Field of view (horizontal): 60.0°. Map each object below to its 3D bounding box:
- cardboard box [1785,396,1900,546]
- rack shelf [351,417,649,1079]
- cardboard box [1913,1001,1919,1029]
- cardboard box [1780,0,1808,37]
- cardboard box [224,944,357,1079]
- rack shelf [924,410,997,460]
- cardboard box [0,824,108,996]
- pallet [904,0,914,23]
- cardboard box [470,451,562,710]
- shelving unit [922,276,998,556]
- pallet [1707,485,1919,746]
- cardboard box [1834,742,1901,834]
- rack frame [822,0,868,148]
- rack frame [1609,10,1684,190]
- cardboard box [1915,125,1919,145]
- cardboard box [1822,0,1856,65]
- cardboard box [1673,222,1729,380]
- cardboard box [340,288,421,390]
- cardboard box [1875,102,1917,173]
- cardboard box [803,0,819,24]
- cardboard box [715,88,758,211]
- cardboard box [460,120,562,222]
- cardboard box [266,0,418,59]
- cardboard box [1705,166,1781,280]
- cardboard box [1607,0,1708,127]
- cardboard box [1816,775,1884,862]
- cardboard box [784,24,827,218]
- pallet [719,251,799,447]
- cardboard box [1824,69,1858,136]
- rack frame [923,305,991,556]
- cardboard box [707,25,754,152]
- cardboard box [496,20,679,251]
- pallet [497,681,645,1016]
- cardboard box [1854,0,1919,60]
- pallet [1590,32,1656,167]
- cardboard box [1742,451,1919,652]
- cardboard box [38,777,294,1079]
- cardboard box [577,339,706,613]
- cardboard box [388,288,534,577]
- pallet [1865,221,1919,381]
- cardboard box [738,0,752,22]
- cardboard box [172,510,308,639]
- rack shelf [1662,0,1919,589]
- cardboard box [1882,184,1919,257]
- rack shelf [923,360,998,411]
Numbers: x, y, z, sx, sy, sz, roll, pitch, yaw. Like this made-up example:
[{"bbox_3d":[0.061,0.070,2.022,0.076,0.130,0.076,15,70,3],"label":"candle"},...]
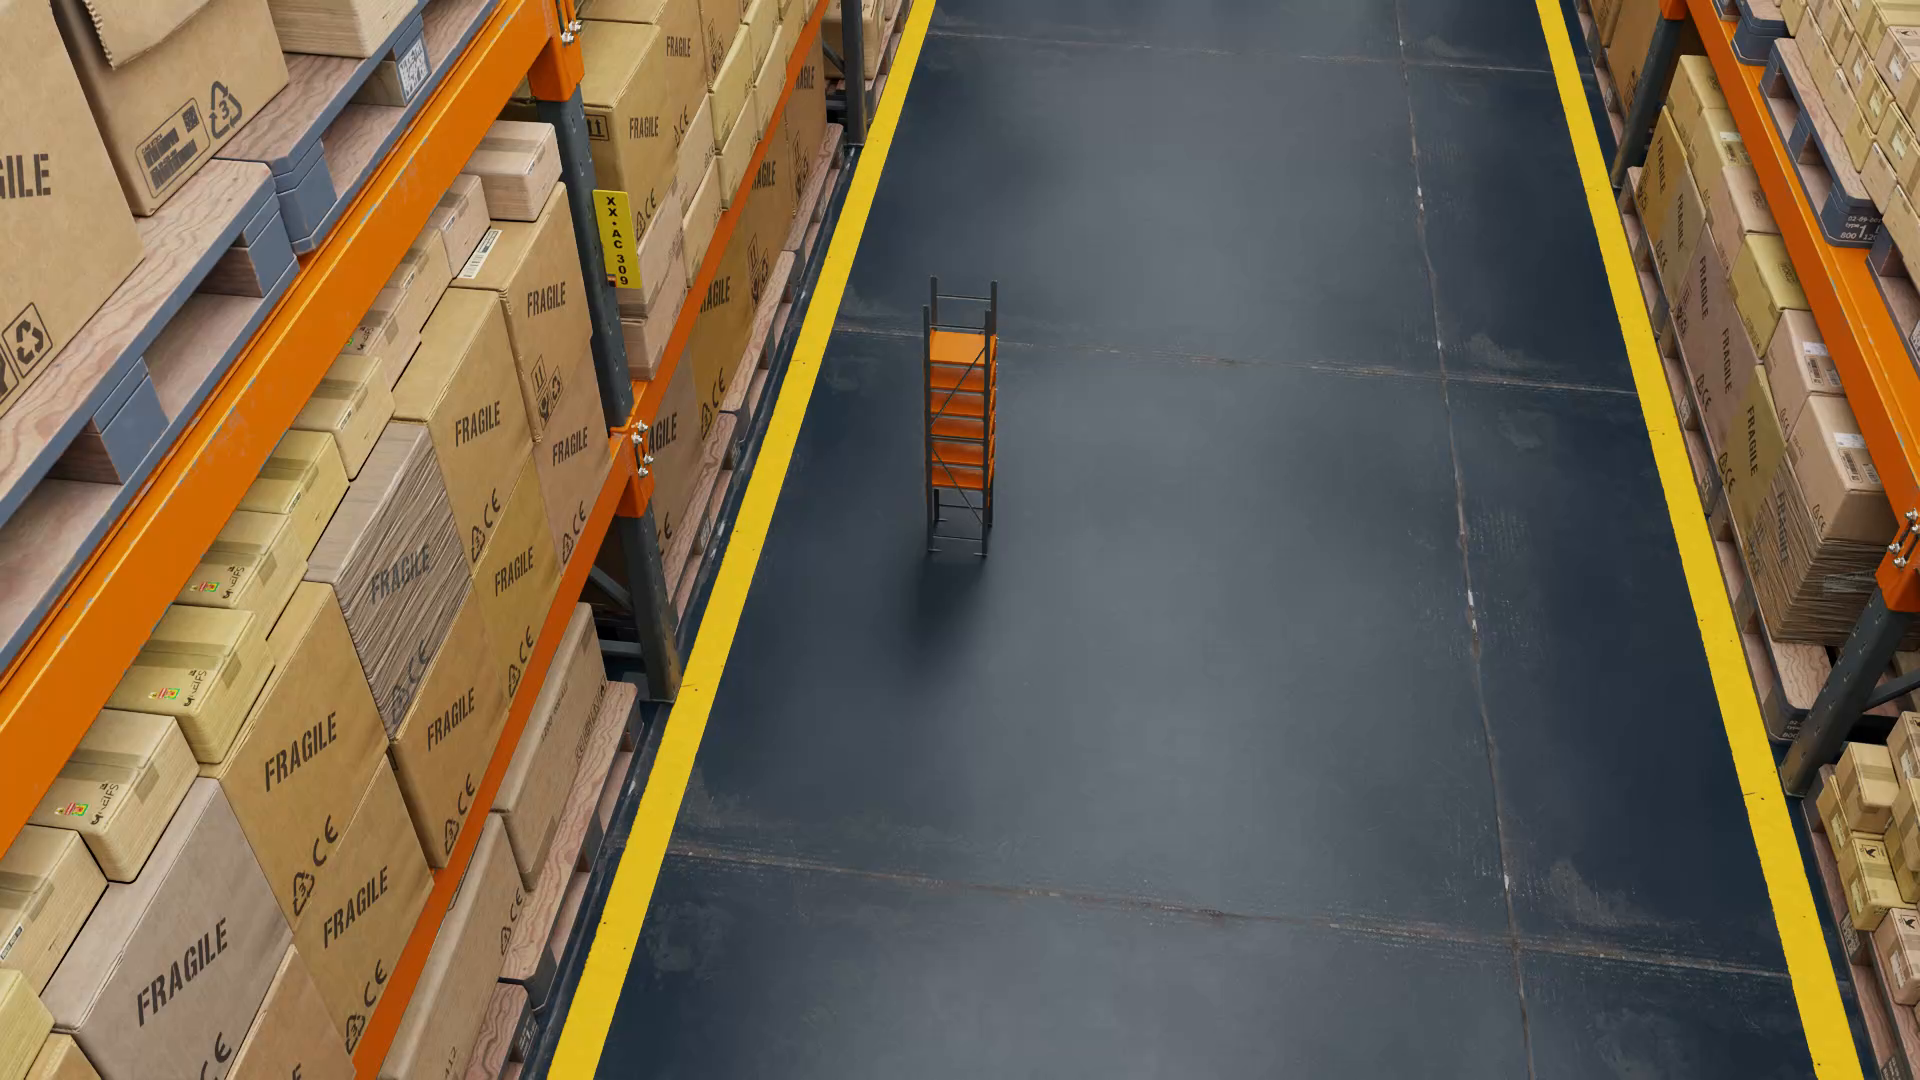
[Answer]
[{"bbox_3d":[3.231,-0.236,5.785,0.500,0.250,0.500,4,44,4],"label":"cardboard box"},{"bbox_3d":[-1.801,1.055,3.978,1.077,0.370,4.000,5,44,6],"label":"rack shelf"},{"bbox_3d":[3.016,1.446,4.809,0.380,0.149,0.250,4,44,5],"label":"cardboard box"},{"bbox_3d":[3.548,-2.138,6.704,0.380,0.149,0.250,7,44,7],"label":"cardboard box"},{"bbox_3d":[-1.593,1.127,3.305,0.500,0.500,0.500,5,44,5],"label":"cardboard box"},{"bbox_3d":[0.002,-0.413,6.378,0.258,0.103,0.180,5,44,6],"label":"rack shelf"},{"bbox_3d":[-1.633,0.588,2.675,0.380,0.149,0.250,6,44,6],"label":"cardboard box"},{"bbox_3d":[-0.739,-3.645,10.446,1.003,0.211,1.213,5,44,6],"label":"pallet"},{"bbox_3d":[-1.407,0.085,4.406,0.500,0.500,0.500,4,44,4],"label":"cardboard box"},{"bbox_3d":[0.002,-0.446,6.348,0.258,1.200,0.189,5,44,6],"label":"shelving unit"},{"bbox_3d":[3.485,0.293,6.287,1.003,0.211,1.213,5,44,6],"label":"pallet"},{"bbox_3d":[3.018,0.804,5.271,0.380,0.149,0.250,7,44,7],"label":"cardboard box"},{"bbox_3d":[-1.008,-3.296,8.049,1.000,3.000,0.127,5,44,6],"label":"rack frame"},{"bbox_3d":[3.912,-2.915,7.646,1.000,3.000,0.127,5,44,6],"label":"rack frame"},{"bbox_3d":[3.348,-1.295,5.381,0.380,0.149,0.250,5,44,5],"label":"cardboard box"},{"bbox_3d":[3.480,-1.895,6.230,0.380,0.149,0.250,5,44,5],"label":"cardboard box"},{"bbox_3d":[3.440,-1.007,7.145,0.500,0.500,0.500,4,44,4],"label":"cardboard box"},{"bbox_3d":[-1.463,-0.453,3.775,0.380,0.149,0.250,5,44,5],"label":"cardboard box"},{"bbox_3d":[3.377,-1.359,5.665,0.380,0.149,0.250,3,44,3],"label":"cardboard box"},{"bbox_3d":[-0.869,-2.523,7.342,0.500,0.250,0.500,6,44,6],"label":"cardboard box"},{"bbox_3d":[-1.066,-1.492,6.253,0.500,0.250,0.500,5,44,5],"label":"cardboard box"},{"bbox_3d":[-1.262,-0.966,4.316,0.380,0.149,0.250,4,44,5],"label":"cardboard box"},{"bbox_3d":[-1.339,-1.112,3.365,0.380,0.149,0.250,6,44,7],"label":"cardboard box"},{"bbox_3d":[3.436,-1.302,6.911,0.500,0.250,0.500,6,44,6],"label":"cardboard box"},{"bbox_3d":[4.082,-2.657,8.705,1.050,0.750,0.750,5,44,5],"label":"cardboard box"},{"bbox_3d":[3.017,0.913,5.372,0.380,0.149,0.250,3,44,4],"label":"cardboard box"},{"bbox_3d":[-1.181,-2.213,8.146,0.875,0.875,0.875,5,44,5],"label":"cardboard box"},{"bbox_3d":[-1.350,-0.924,7.572,1.003,0.211,1.213,5,44,6],"label":"pallet"},{"bbox_3d":[3.444,-1.608,6.144,0.380,0.149,0.250,4,44,4],"label":"cardboard box"},{"bbox_3d":[-0.010,-0.383,6.282,0.240,1.200,0.006,5,44,6],"label":"rack frame"},{"bbox_3d":[-1.065,-1.670,6.078,0.500,0.250,0.500,6,44,6],"label":"cardboard box"},{"bbox_3d":[-1.193,-1.243,5.081,0.500,0.500,0.500,6,44,6],"label":"cardboard box"},{"bbox_3d":[-1.715,0.954,5.589,1.003,0.211,1.213,5,44,6],"label":"pallet"},{"bbox_3d":[3.450,-1.829,5.944,0.380,0.149,0.250,5,44,5],"label":"cardboard box"},{"bbox_3d":[4.091,-2.432,9.165,1.003,0.211,1.213,5,44,6],"label":"pallet"},{"bbox_3d":[3.231,0.039,6.039,0.500,0.500,0.500,4,44,5],"label":"cardboard box"},{"bbox_3d":[-1.598,0.752,2.975,0.500,0.500,0.500,5,44,5],"label":"cardboard box"},{"bbox_3d":[-1.534,-0.380,6.210,0.875,0.875,0.875,6,44,7],"label":"cardboard box"},{"bbox_3d":[-1.400,-0.277,4.061,0.500,0.500,0.500,5,44,5],"label":"cardboard box"},{"bbox_3d":[3.629,-0.626,5.369,1.003,0.211,1.213,5,44,6],"label":"pallet"},{"bbox_3d":[-1.023,-2.286,6.183,0.500,0.500,0.500,5,44,5],"label":"cardboard box"},{"bbox_3d":[-1.511,0.069,3.224,0.380,0.149,0.250,5,44,6],"label":"cardboard box"},{"bbox_3d":[3.648,-1.290,6.454,1.077,0.370,4.000,5,44,6],"label":"rack shelf"},{"bbox_3d":[3.342,-1.056,5.561,0.380,0.149,0.250,3,44,3],"label":"cardboard box"},{"bbox_3d":[0.002,-0.588,6.213,0.258,0.103,0.180,5,44,6],"label":"rack shelf"}]
